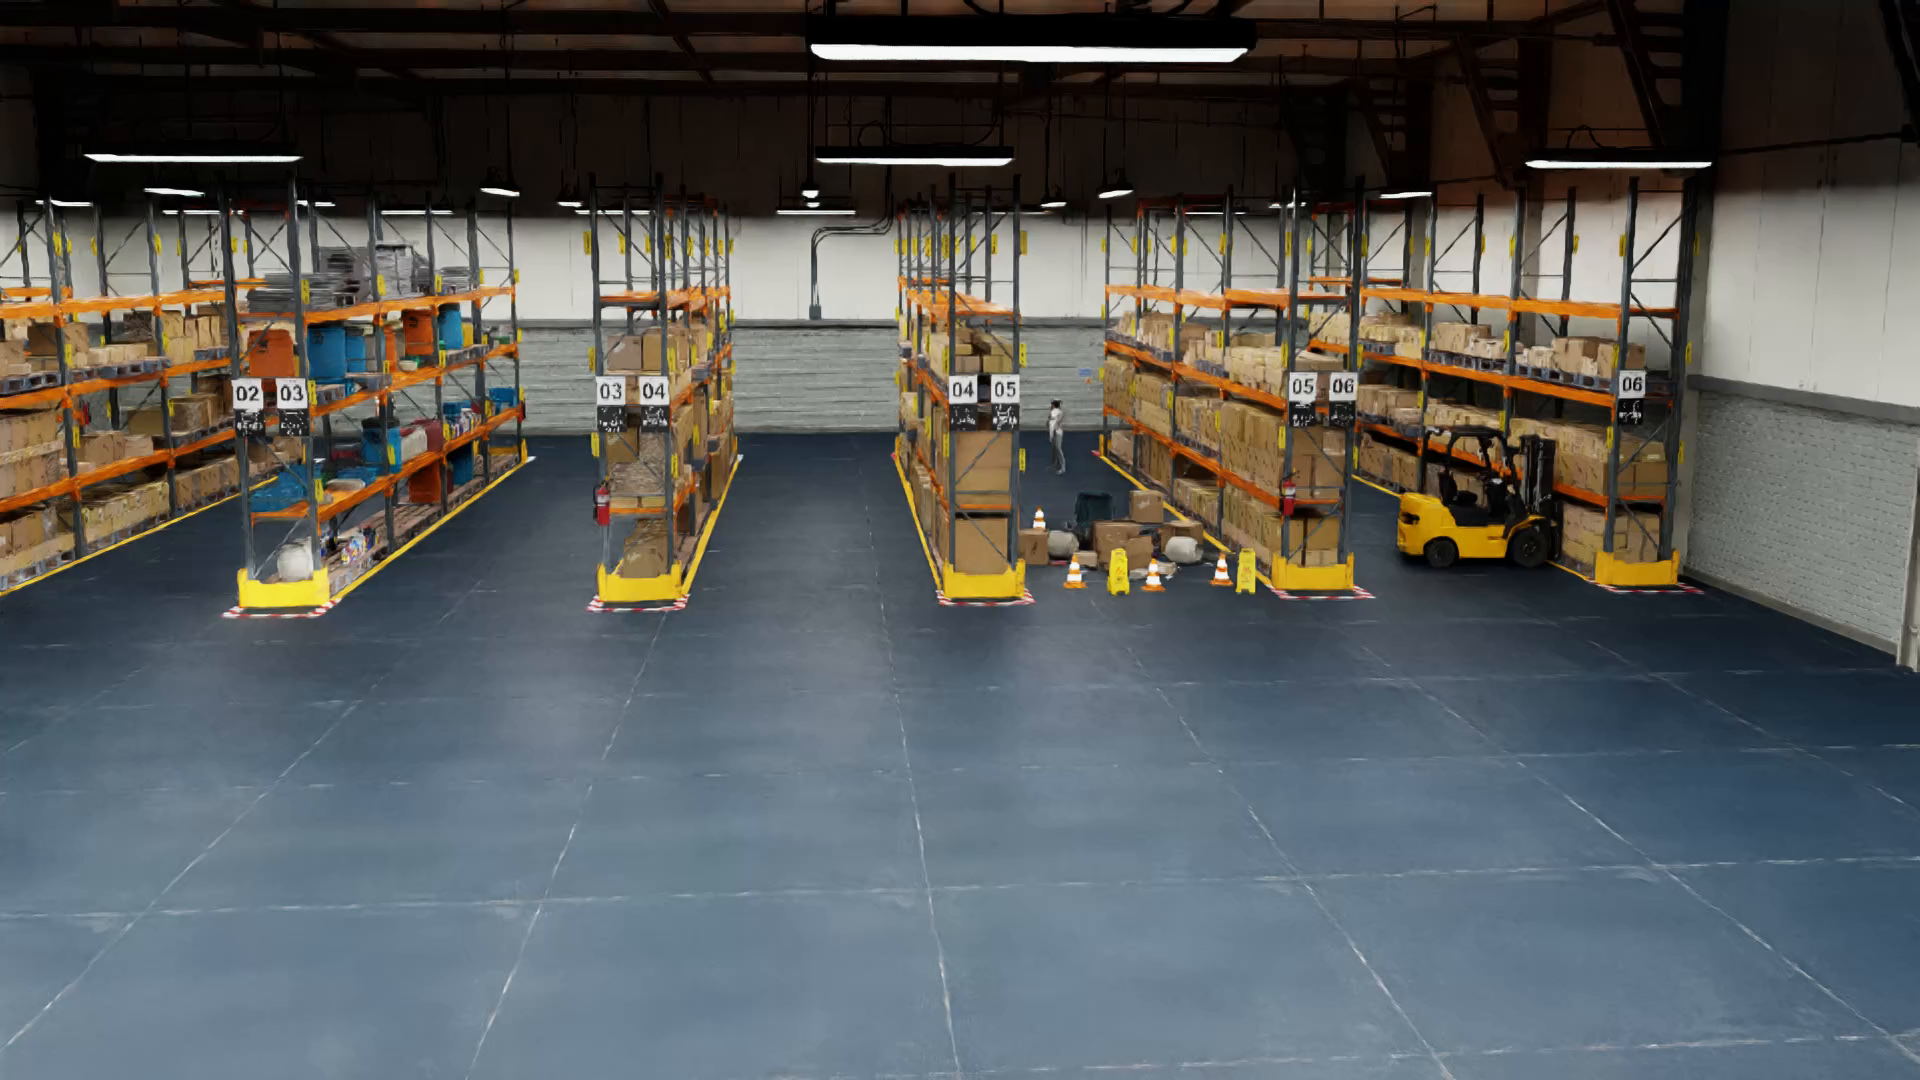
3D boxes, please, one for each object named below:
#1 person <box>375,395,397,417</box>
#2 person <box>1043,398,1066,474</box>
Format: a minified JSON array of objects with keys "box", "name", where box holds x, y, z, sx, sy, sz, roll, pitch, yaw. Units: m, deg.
[{"box":[-14.599,-3.172,41.919,0.539,1.656,0.693,9,14,43],"name":"person"},{"box":[2.112,-2.339,37.072,0.557,1.662,0.591,2,10,13],"name":"person"}]
